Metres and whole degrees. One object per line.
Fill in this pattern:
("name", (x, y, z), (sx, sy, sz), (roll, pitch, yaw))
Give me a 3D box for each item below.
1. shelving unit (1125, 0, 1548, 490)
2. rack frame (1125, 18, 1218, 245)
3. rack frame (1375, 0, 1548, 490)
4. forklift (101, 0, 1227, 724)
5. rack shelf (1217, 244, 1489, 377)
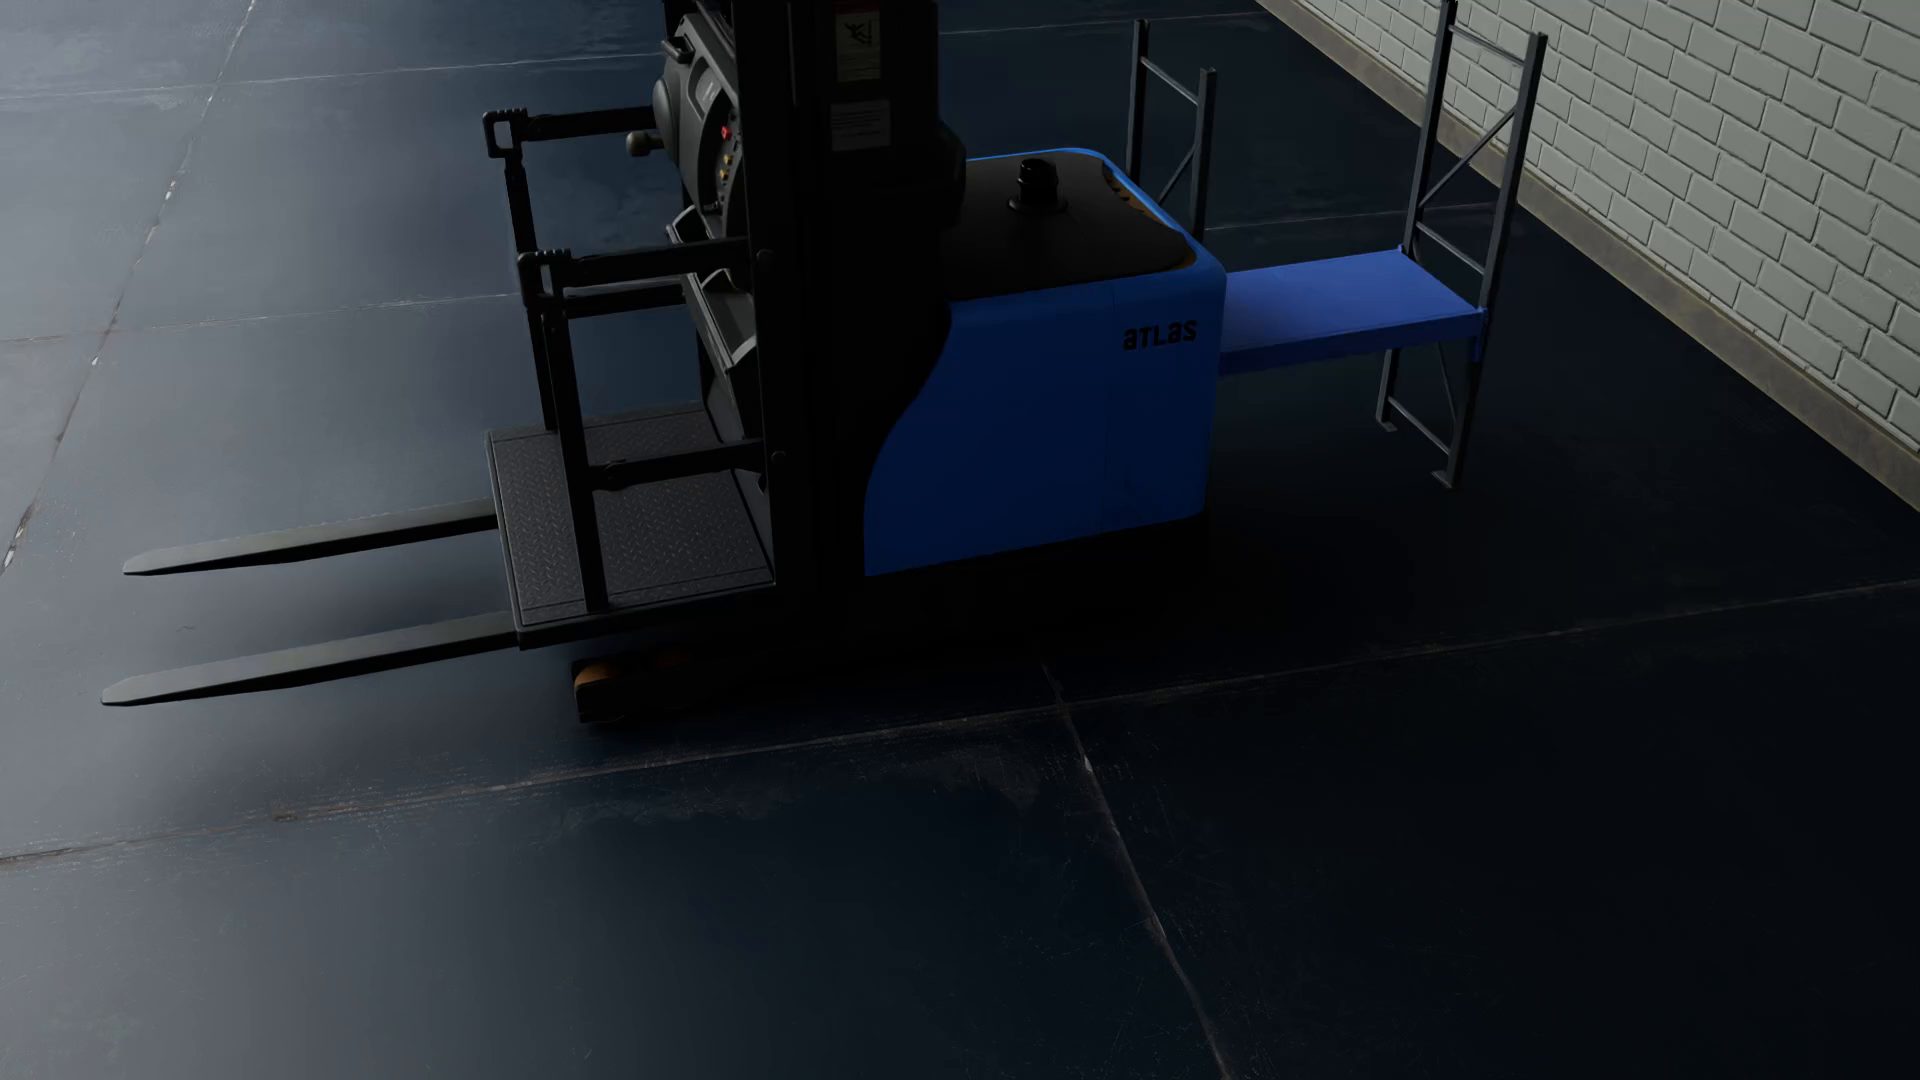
("shelving unit", (1.077, -0.836, 5.150), (1.048, 1.500, 0.538), (-10, 35, -15))
("rack frame", (0.593, -0.750, 5.021), (0.032, 1.500, 0.500), (-10, 35, -15))
("rack frame", (1.561, -0.923, 5.280), (0.032, 1.500, 0.500), (-10, 35, -15))
("forklift", (-0.846, -1.050, 4.185), (3.031, 2.935, 1.130), (-10, 35, -15))
("rack shelf", (1.077, -0.687, 5.251), (1.000, 0.185, 0.538), (-10, 35, -15))
